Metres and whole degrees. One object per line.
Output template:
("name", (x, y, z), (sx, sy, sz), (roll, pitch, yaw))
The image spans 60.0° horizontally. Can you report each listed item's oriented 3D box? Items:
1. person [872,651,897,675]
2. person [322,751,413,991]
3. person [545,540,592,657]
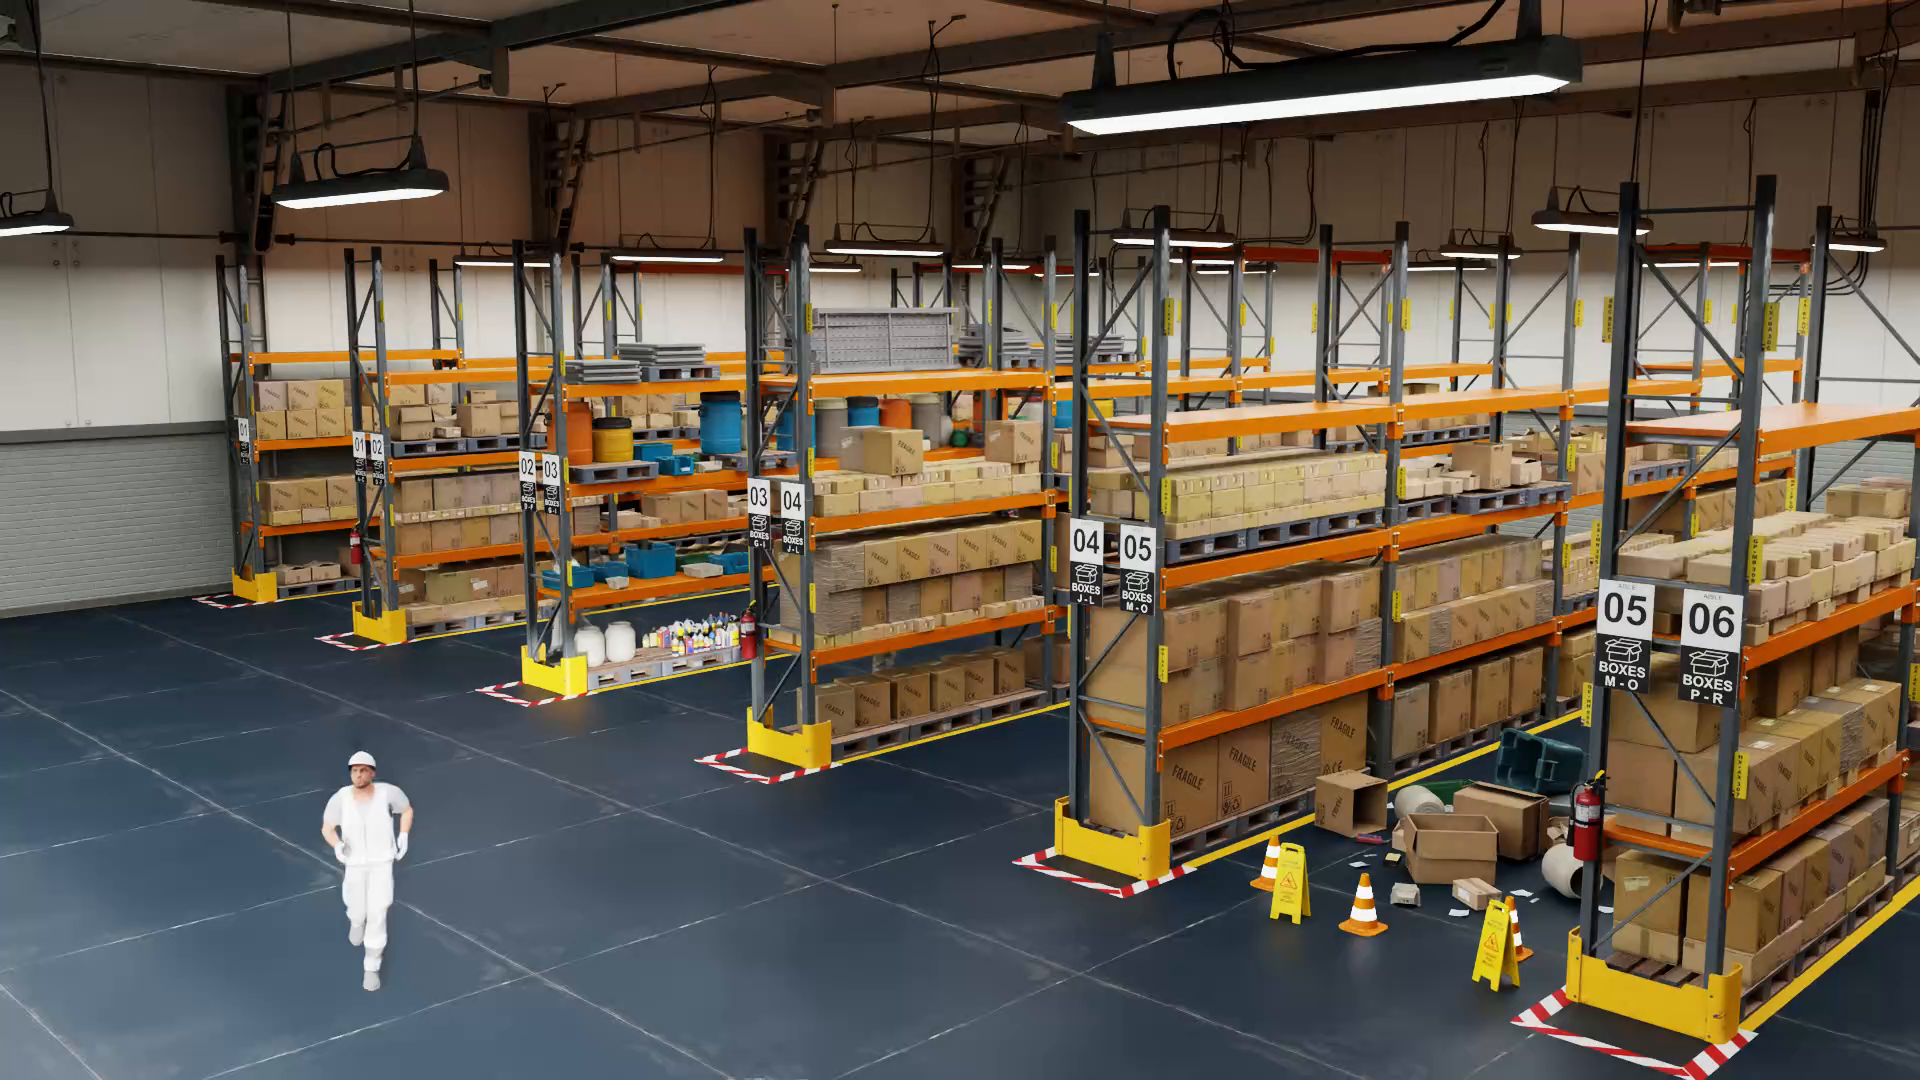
("person", (-1.039, 1.074, 22.392), (0.700, 1.749, 0.799), (5, 9, 30))
("person", (-4.572, 2.488, 12.881), (0.664, 1.781, 0.886), (-2, 8, -15))
("person", (-5.784, 0.827, 24.592), (0.567, 1.697, 0.915), (6, 10, 37))
